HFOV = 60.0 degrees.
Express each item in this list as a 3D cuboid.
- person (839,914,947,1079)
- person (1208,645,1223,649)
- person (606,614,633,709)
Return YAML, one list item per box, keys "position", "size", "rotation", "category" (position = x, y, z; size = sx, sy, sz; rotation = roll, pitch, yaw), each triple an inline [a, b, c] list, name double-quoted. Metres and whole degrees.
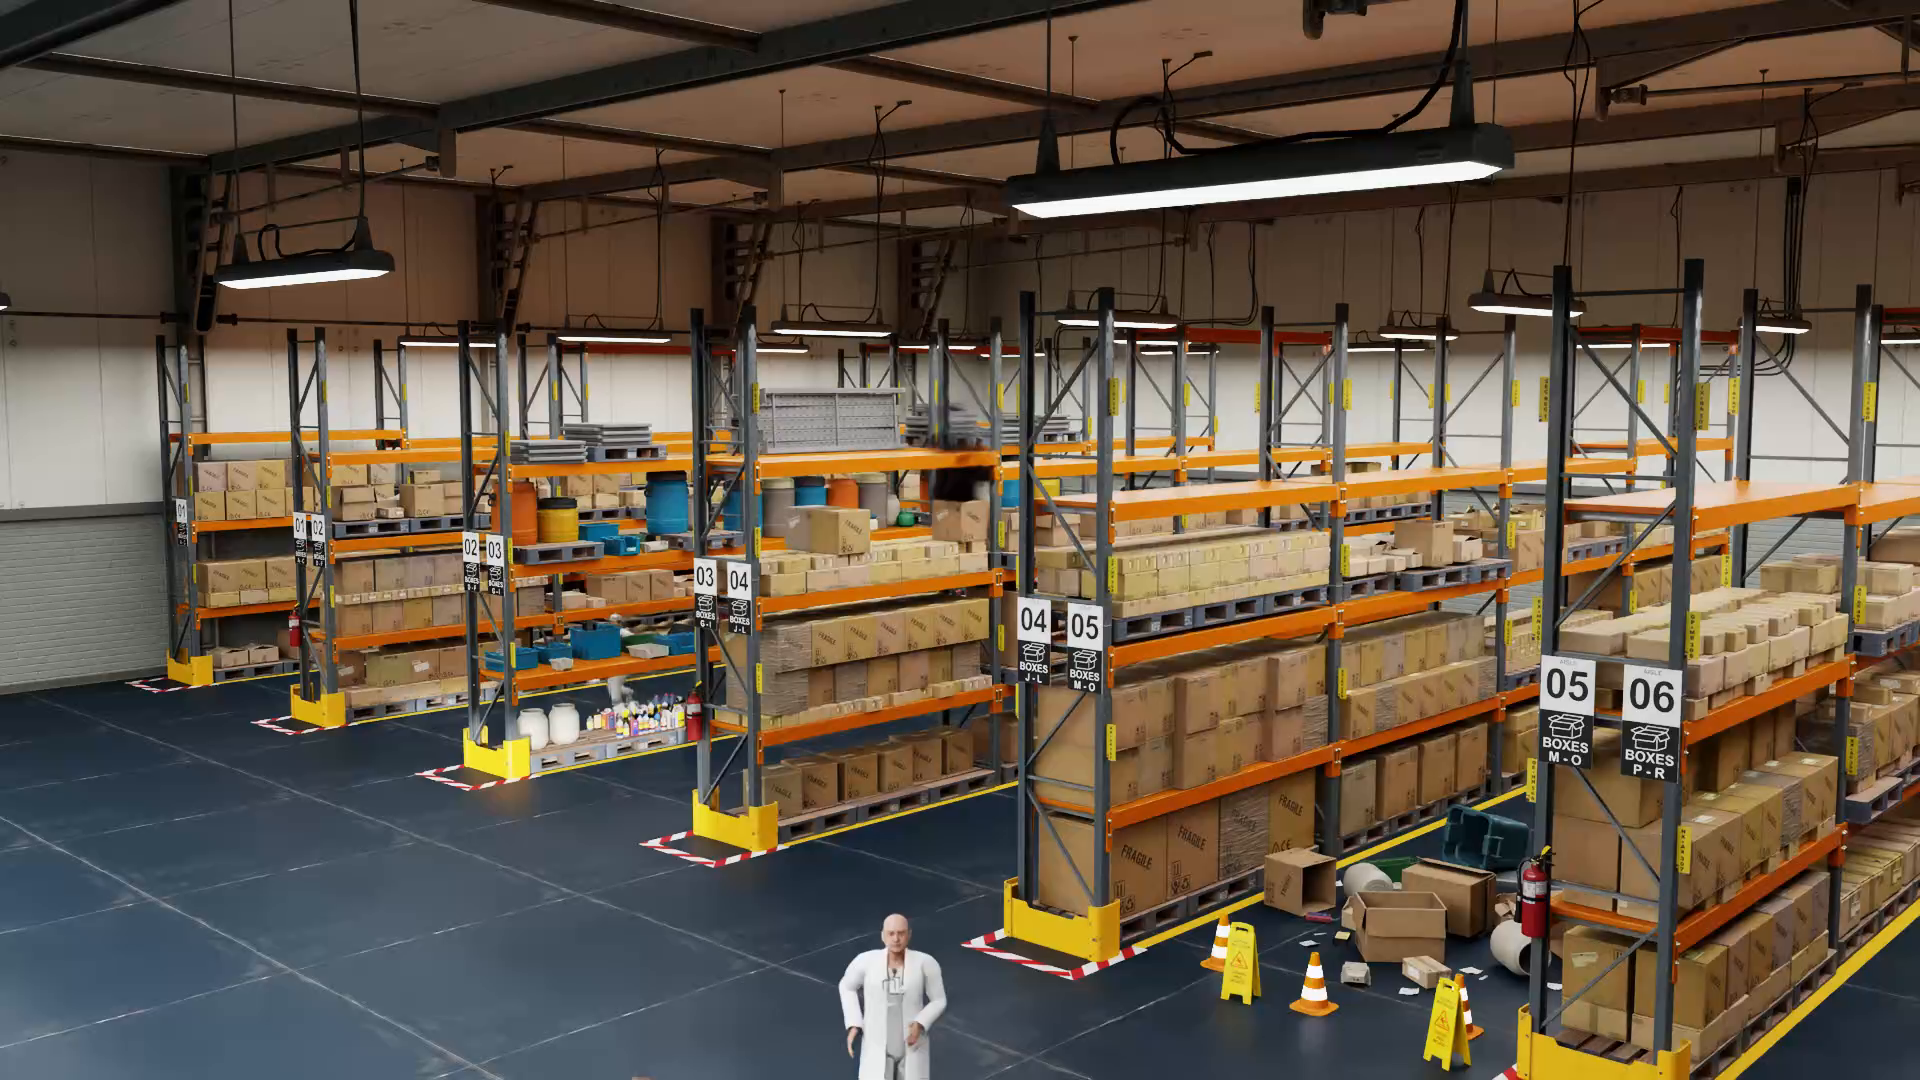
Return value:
- position: [-0.426, 3.330, 10.756]
  size: [0.700, 1.647, 0.627]
  rotation: [0, 5, -5]
  category: "person"
- position: [3.375, 2.204, 22.351]
  size: [0.691, 1.723, 0.586]
  rotation: [3, 6, 33]
  category: "person"
- position: [-5.255, 1.940, 25.803]
  size: [0.597, 1.634, 0.754]
  rotation: [3, 6, 27]
  category: "person"
